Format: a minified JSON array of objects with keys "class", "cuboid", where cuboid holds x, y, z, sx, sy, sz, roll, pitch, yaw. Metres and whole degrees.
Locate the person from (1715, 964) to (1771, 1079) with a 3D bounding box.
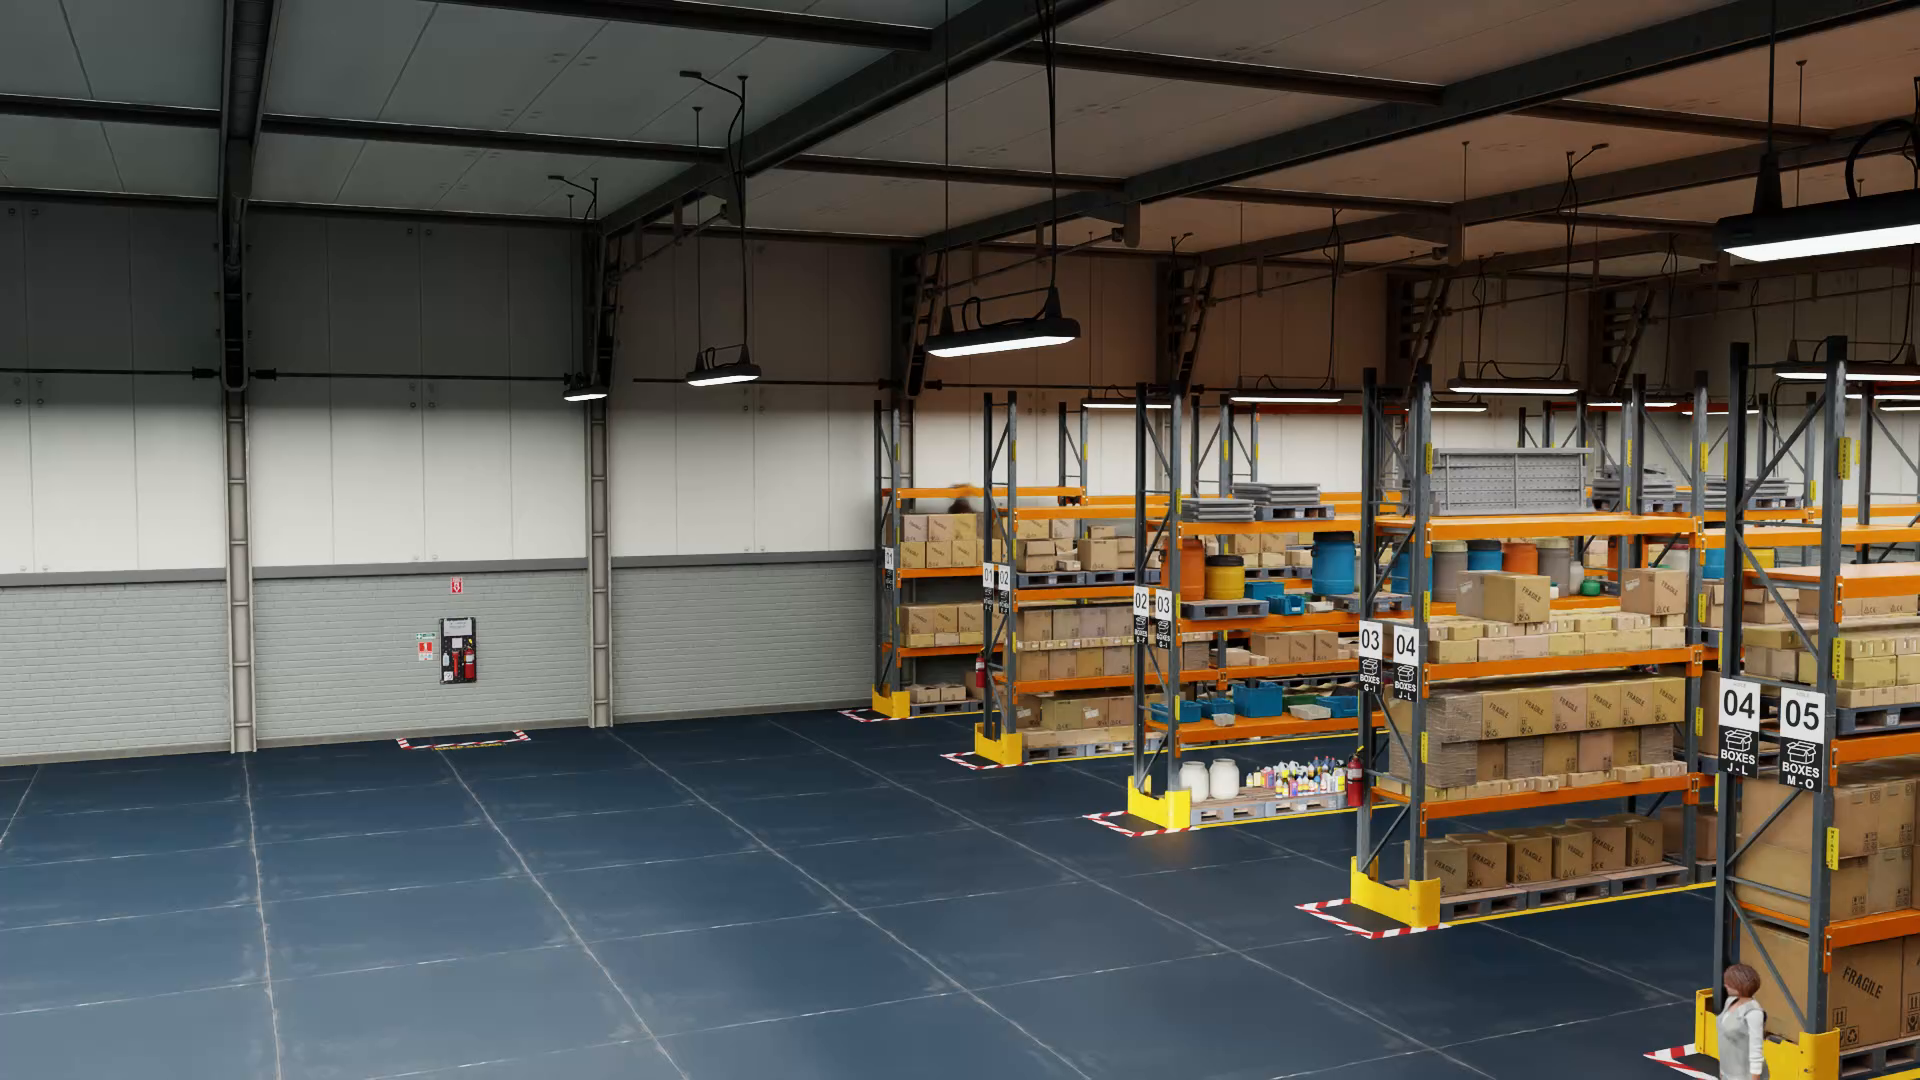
[{"class":"person","cuboid":[5.345,3.696,11.415,0.357,1.603,0.462,0,3,2]}]
